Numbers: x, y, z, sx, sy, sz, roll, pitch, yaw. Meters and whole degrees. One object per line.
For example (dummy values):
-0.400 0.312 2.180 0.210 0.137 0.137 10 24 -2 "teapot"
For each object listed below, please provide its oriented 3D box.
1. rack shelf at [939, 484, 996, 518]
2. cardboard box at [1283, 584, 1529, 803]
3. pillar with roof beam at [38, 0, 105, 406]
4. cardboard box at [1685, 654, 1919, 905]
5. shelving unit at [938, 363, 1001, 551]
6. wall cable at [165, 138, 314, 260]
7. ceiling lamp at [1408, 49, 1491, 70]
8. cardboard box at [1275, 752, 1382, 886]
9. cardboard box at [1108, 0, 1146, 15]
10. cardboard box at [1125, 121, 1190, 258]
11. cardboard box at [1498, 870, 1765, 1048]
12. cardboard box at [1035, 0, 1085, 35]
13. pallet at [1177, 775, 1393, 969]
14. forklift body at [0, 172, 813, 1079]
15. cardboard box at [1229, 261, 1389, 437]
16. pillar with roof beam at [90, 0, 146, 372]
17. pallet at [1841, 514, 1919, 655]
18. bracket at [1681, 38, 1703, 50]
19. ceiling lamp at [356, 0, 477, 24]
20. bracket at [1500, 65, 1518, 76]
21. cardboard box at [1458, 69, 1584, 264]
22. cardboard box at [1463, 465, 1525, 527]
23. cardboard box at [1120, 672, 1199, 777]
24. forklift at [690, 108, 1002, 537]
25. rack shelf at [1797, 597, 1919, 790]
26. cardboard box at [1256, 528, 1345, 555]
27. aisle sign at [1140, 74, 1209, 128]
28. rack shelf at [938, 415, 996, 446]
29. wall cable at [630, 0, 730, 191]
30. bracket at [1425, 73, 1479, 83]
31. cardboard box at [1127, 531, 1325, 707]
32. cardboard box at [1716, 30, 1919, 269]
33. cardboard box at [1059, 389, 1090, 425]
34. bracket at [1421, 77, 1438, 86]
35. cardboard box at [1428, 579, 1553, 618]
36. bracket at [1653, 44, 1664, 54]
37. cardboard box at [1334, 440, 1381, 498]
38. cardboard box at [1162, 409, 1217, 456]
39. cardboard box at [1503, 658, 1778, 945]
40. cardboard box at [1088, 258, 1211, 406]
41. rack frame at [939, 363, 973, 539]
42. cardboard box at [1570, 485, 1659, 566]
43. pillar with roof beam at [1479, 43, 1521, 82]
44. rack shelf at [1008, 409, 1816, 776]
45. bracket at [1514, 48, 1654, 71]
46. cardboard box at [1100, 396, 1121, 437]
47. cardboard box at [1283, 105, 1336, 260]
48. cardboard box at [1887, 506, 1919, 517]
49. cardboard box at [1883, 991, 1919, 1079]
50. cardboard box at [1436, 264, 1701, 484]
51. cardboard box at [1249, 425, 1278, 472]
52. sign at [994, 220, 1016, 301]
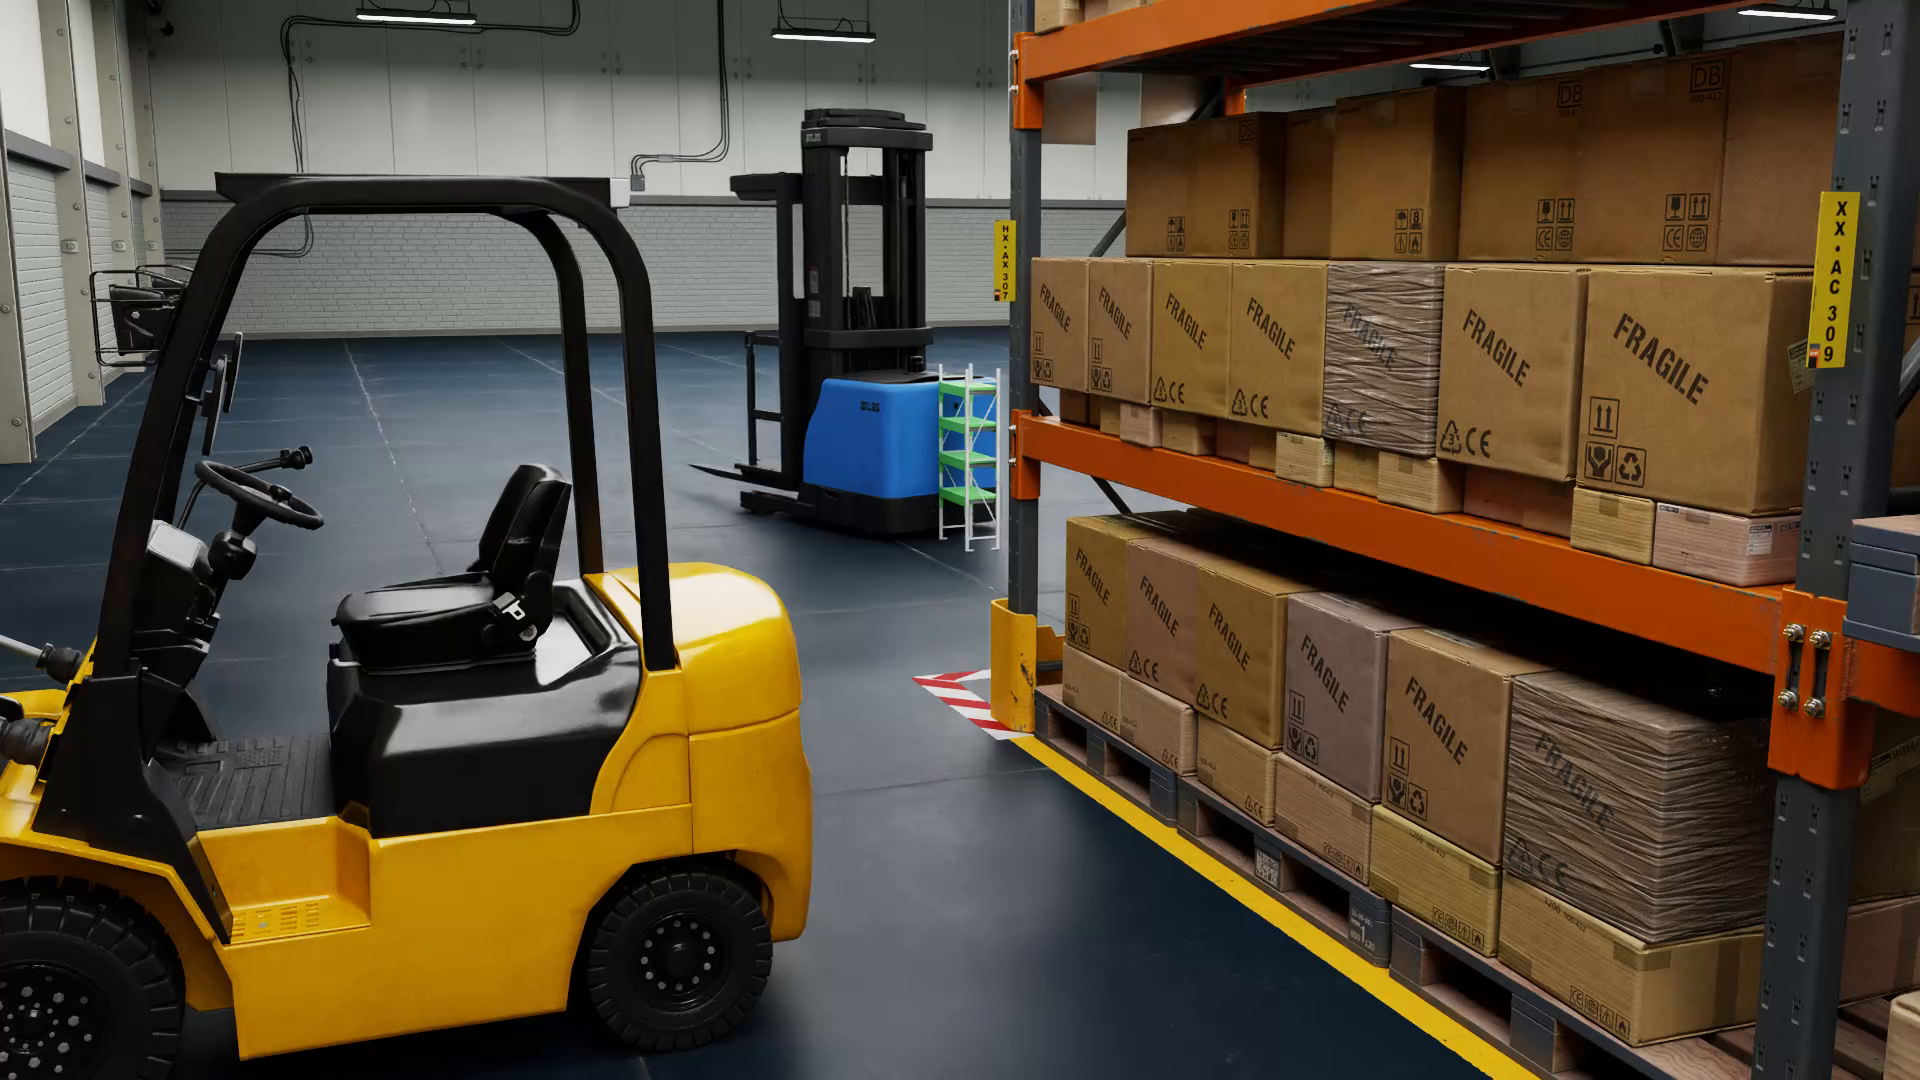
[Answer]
0.060 -0.265 11.216 0.258 0.148 0.480 -4 11 -21 "rack shelf"
1.306 0.436 4.913 0.500 0.500 0.500 -3 11 -18 "cardboard box"
-7.031 -6.427 21.857 9.100 9.000 0.400 -4 11 -21 "pillar with roof beam"
2.180 0.569 4.170 0.500 0.500 0.500 -3 11 -18 "cardboard box"
0.060 -0.564 11.163 0.258 1.200 0.503 -4 11 -21 "shelving unit"
-15.227 -7.149 34.780 3.097 2.526 0.112 -4 11 -21 "wall cable"
10.744 -12.040 36.745 2.000 3.185 0.800 -4 11 -21 "ceiling lamp"
1.295 0.802 4.998 0.500 0.250 0.500 -4 11 -20 "cardboard box"
0.753 -1.945 5.939 0.380 0.149 0.250 -4 11 -19 "cardboard box"
1.081 -1.367 6.551 0.700 0.500 0.500 -4 11 -22 "cardboard box"
1.677 0.972 4.044 0.500 0.250 0.500 -3 11 -18 "cardboard box"
0.510 -2.027 6.403 0.380 0.149 0.250 -4 11 -21 "cardboard box"
1.420 0.970 5.363 1.003 0.211 1.213 -4 11 -21 "pallet"
-1.545 0.179 4.275 2.313 2.155 1.214 -4 11 -21 "forklift body"
1.174 -0.600 5.091 0.500 0.500 0.500 -4 11 -22 "cardboard box"
-9.205 -7.407 27.363 9.100 9.000 0.548 -4 11 -21 "pillar with roof beam"
2.283 0.133 2.657 1.003 0.211 1.213 -4 11 -21 "pallet"
15.961 -10.814 36.243 0.235 0.232 0.430 -4 11 -21 "bracket"
-9.565 -10.657 28.970 2.000 3.185 0.800 -4 11 -21 "ceiling lamp"
13.787 -11.794 41.749 0.235 0.232 0.430 -4 11 -21 "bracket"
1.863 -1.038 4.699 0.700 0.500 0.500 -4 11 -22 "cardboard box"
1.546 -0.135 4.329 0.380 0.149 0.250 -4 11 -22 "cardboard box"
0.905 0.631 5.958 0.500 0.250 0.500 -3 11 -19 "cardboard box"
-1.010 -1.671 12.445 1.130 2.935 3.031 -8 13 -38 "forklift"
2.867 0.585 1.622 1.077 0.370 4.000 -4 11 -21 "rack shelf"
1.418 0.228 6.083 0.500 0.500 0.500 -3 11 -19 "cardboard box"
0.940 -2.057 6.997 0.394 0.787 0.004 -4 11 -21 "aisle sign"
0.060 -0.737 11.132 0.258 0.148 0.480 -4 11 -21 "rack shelf"
-6.373 -10.952 37.583 2.305 6.003 0.169 -4 11 -21 "wall cable"
12.841 -12.220 44.143 0.076 0.066 3.189 -4 11 -21 "bracket"
0.930 0.267 5.864 0.500 0.500 0.500 -4 11 -23 "cardboard box"
2.185 -0.869 3.752 0.700 0.500 0.500 -4 11 -21 "cardboard box"
0.623 -0.556 6.701 0.380 0.149 0.250 -4 11 -21 "cardboard box"
12.627 -12.316 44.685 0.235 0.232 0.430 -4 11 -21 "bracket"
1.789 0.397 5.133 0.500 0.500 0.500 -3 11 -18 "cardboard box"
15.661 -10.950 37.004 0.235 0.232 0.430 -4 11 -21 "bracket"
1.305 -0.215 4.778 0.380 0.149 0.250 -4 11 -22 "cardboard box"
0.922 -0.383 5.727 0.380 0.149 0.250 -4 11 -19 "cardboard box"
1.677 0.602 3.979 0.500 0.500 0.500 -4 11 -22 "cardboard box"
0.796 -0.765 6.022 0.500 0.500 0.500 -4 11 -19 "cardboard box"
-0.028 -0.604 11.387 0.240 1.200 0.015 -4 11 -21 "rack frame"
1.645 -0.046 3.828 0.380 0.149 0.250 -4 11 -20 "cardboard box"
9.955 -9.839 41.035 9.100 9.000 0.548 -4 11 -21 "pillar with roof beam"
1.417 -0.068 5.292 1.077 0.370 4.000 -4 11 -21 "rack shelf"
14.721 -11.373 39.384 0.076 0.066 4.783 -4 11 -21 "bracket"
0.748 -0.468 6.202 0.380 0.149 0.250 -4 11 -23 "cardboard box"
1.538 -1.207 5.653 0.700 0.500 0.500 -4 11 -22 "cardboard box"
2.327 -0.044 3.819 0.380 0.149 0.250 -4 11 -21 "cardboard box"
2.334 1.077 3.107 0.950 0.372 0.625 -4 11 -20 "cardboard box"
1.556 -0.432 4.148 0.500 0.500 0.500 -4 11 -19 "cardboard box"
1.142 -0.299 5.253 0.380 0.149 0.250 -4 11 -22 "cardboard box"
0.187 -1.140 6.795 0.100 0.325 0.005 -4 11 -21 "sign"
